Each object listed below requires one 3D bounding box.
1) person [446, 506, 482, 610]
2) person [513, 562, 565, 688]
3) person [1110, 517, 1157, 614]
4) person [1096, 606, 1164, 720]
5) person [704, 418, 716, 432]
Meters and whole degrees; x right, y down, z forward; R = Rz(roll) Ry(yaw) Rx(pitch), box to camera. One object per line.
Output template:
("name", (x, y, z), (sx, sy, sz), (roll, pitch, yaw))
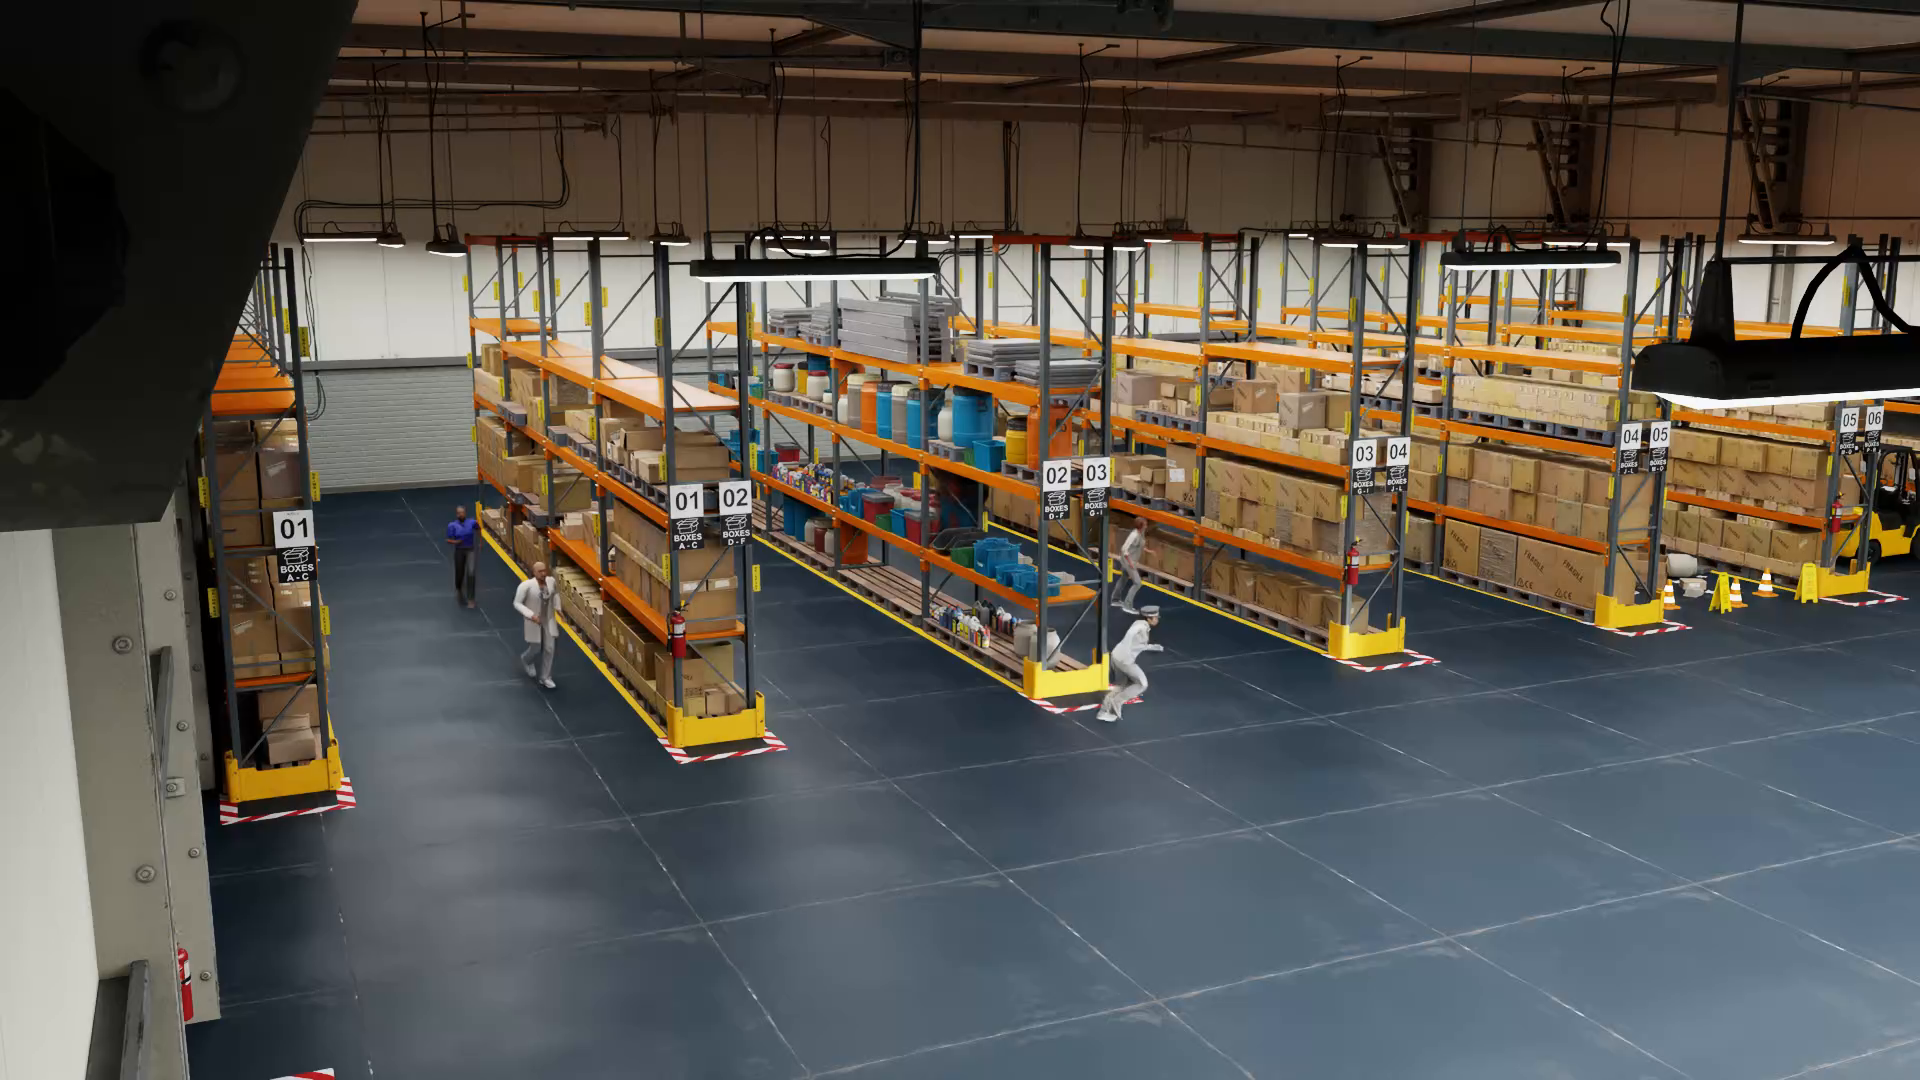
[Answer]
("person", (-8.189, 0.254, 27.506), (0.571, 1.699, 0.898), (-3, 11, -16))
("person", (-5.815, 1.121, 22.825), (0.705, 1.736, 0.884), (-7, 13, -34))
("person", (2.677, 0.374, 25.767), (0.741, 1.550, 0.592), (3, 11, 15))
("person", (2.163, 1.579, 21.031), (0.854, 1.496, 0.647), (0, 11, -2))
("person", (-5.729, -1.934, 38.281), (1.068, 1.773, 0.745), (1, 11, 7))
